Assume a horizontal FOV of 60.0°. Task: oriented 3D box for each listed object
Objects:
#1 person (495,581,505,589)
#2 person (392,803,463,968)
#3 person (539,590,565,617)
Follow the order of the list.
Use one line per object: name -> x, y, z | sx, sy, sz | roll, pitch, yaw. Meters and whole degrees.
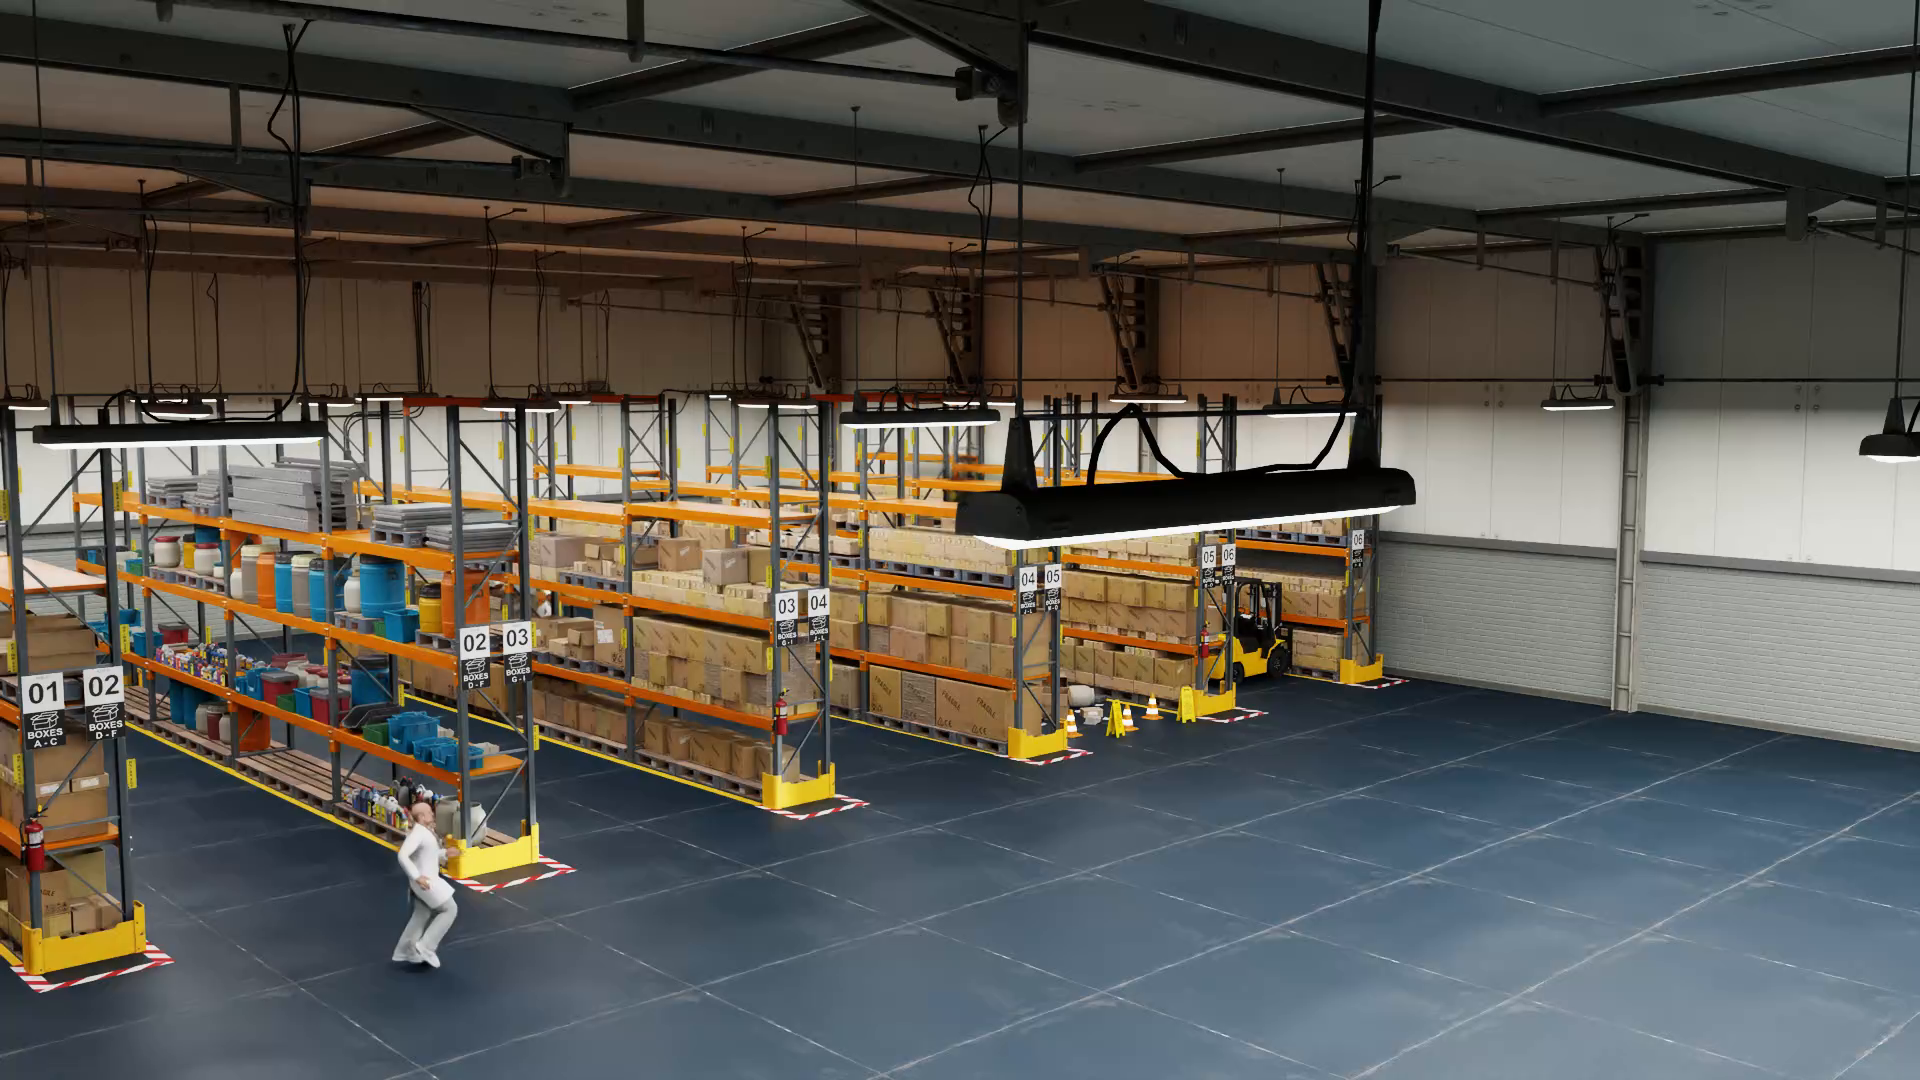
person -> -10.631, 1.771, 38.212 | 0.732, 1.723, 0.915 | -2, 6, -24
person -> -5.752, 3.719, 17.956 | 0.768, 1.794, 0.679 | -2, 6, -23
person -> -8.916, 1.921, 36.455 | 0.672, 1.736, 0.838 | -4, 7, -36
